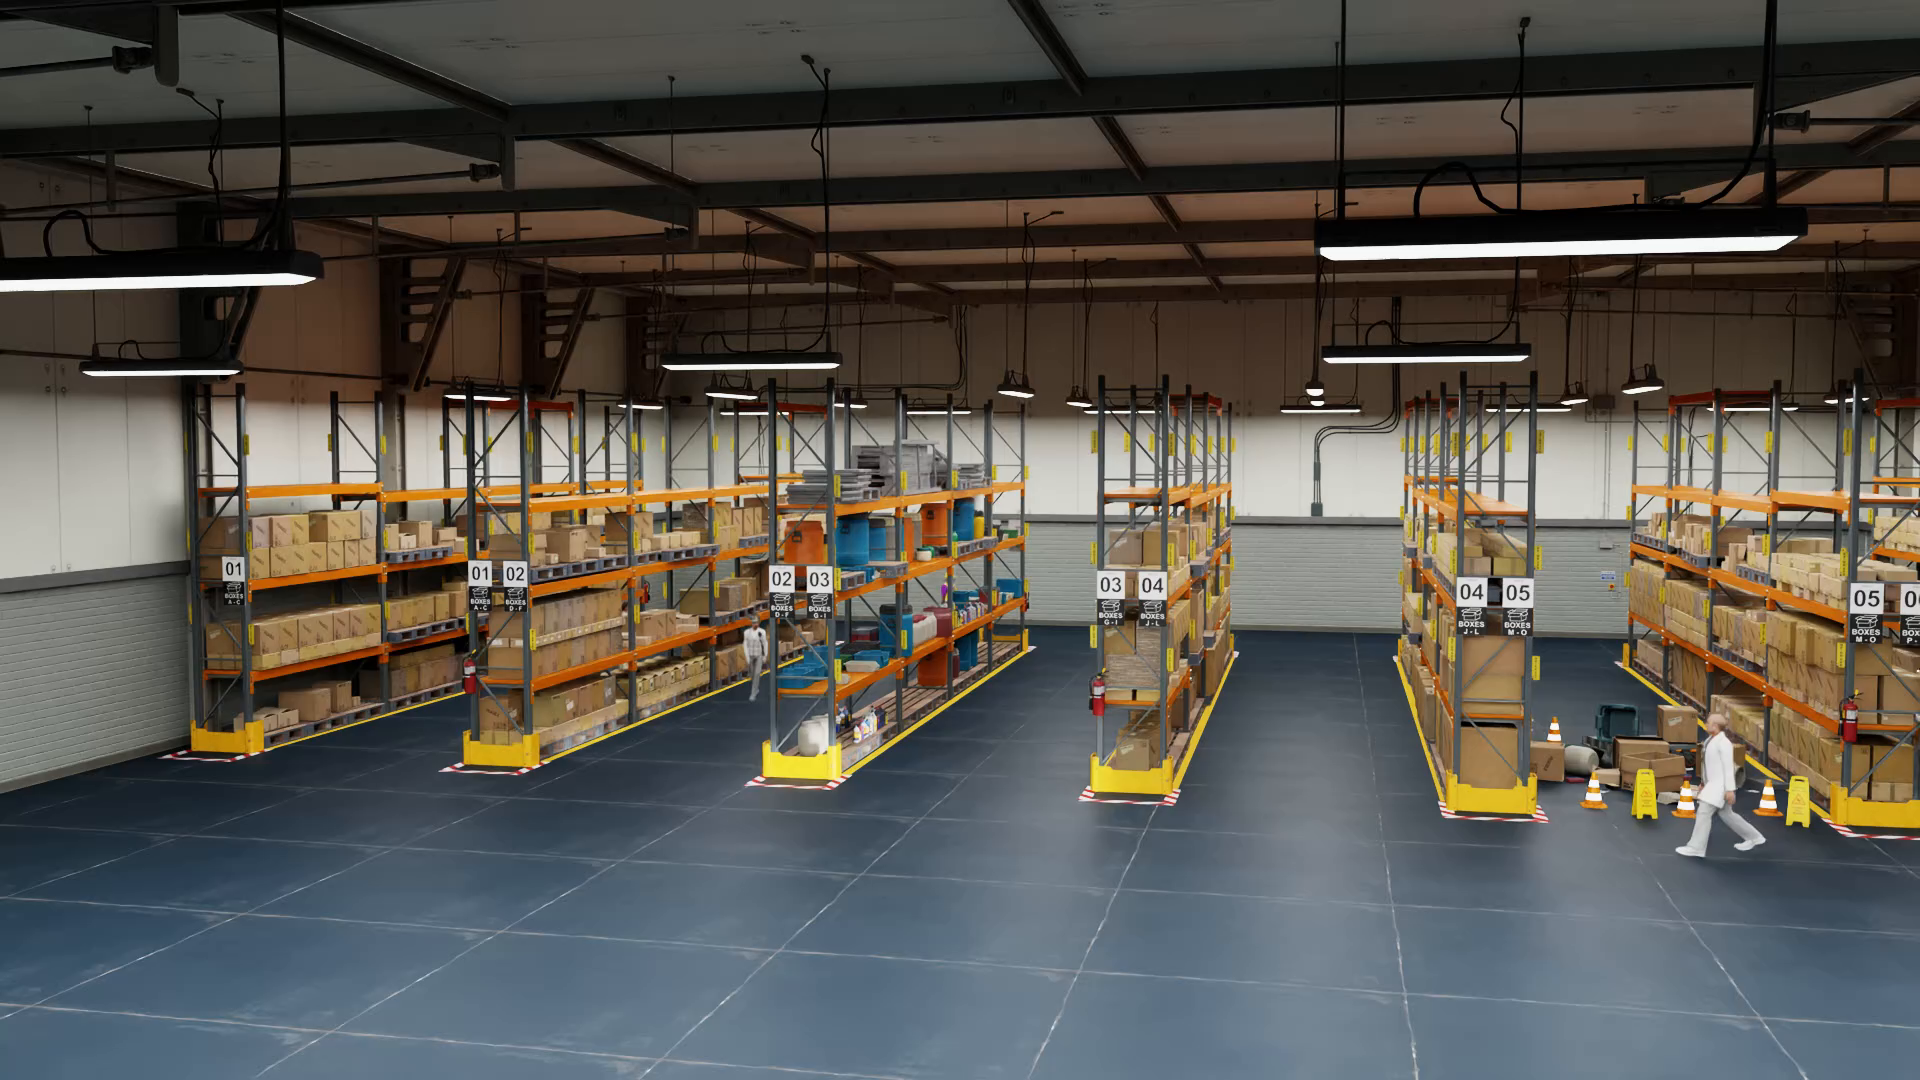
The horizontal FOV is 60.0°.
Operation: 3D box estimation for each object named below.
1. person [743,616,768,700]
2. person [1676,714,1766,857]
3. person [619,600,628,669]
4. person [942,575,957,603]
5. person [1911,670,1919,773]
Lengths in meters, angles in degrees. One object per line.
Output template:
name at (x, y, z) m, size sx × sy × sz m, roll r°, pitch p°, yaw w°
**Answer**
person at (-4.058, 2.299, 32.866) m, size 0.467 × 1.615 × 0.935 m, roll 0°, pitch 3°, yaw 1°
person at (9.237, 2.972, 20.165) m, size 1.099 × 1.738 × 0.632 m, roll 0°, pitch 3°, yaw 5°
person at (-7.182, 2.129, 35.595) m, size 0.506 × 1.661 × 0.471 m, roll 1°, pitch 4°, yaw 23°
person at (-0.275, 1.696, 42.111) m, size 0.478 × 1.763 × 0.604 m, roll 1°, pitch 3°, yaw 11°
person at (14.698, 2.740, 25.220) m, size 0.657 × 1.654 × 0.766 m, roll 1°, pitch 3°, yaw 15°
